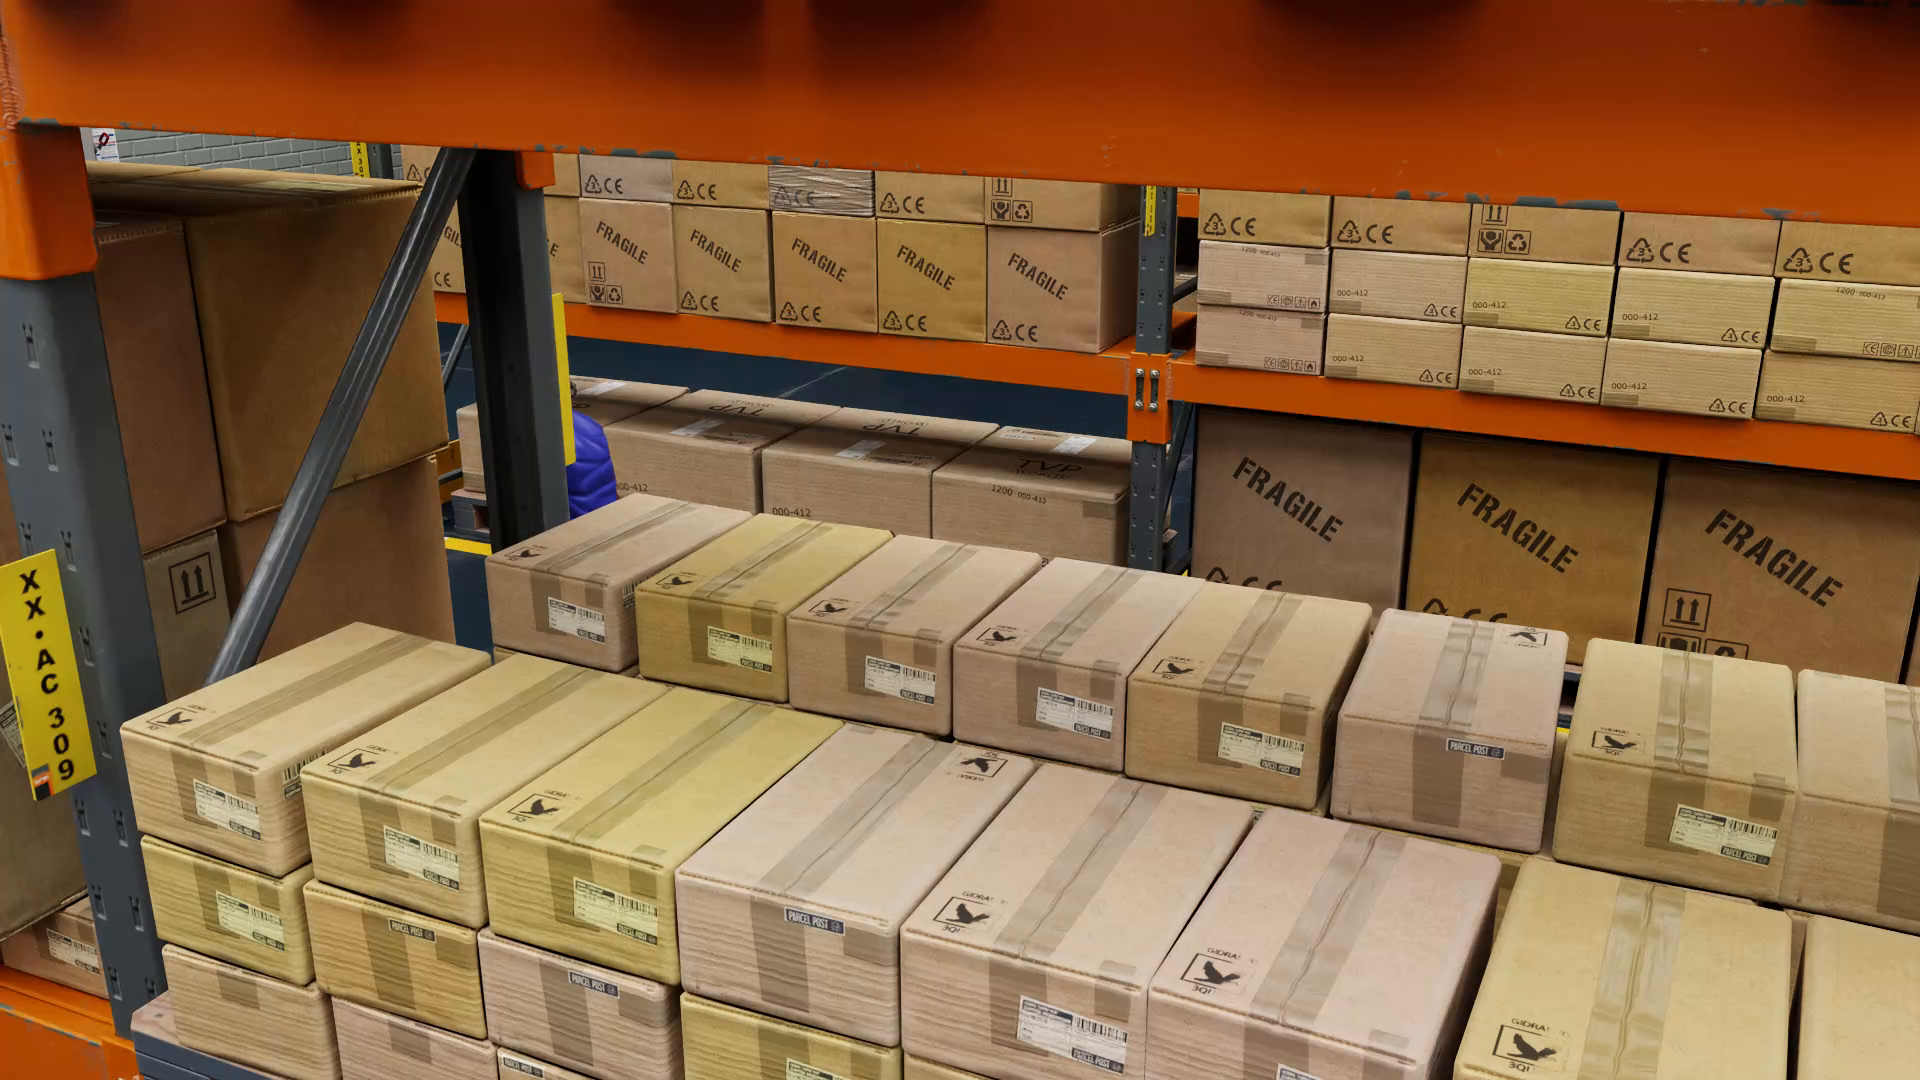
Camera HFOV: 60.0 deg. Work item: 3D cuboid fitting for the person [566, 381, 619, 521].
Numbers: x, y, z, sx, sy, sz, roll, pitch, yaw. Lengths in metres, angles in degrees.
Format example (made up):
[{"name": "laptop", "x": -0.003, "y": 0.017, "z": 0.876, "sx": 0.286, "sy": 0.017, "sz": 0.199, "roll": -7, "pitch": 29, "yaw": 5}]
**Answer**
[{"name": "person", "x": -1.302, "y": 0.159, "z": 5.618, "sx": 0.352, "sy": 1.653, "sz": 0.530, "roll": 7, "pitch": 20, "yaw": 19}]
